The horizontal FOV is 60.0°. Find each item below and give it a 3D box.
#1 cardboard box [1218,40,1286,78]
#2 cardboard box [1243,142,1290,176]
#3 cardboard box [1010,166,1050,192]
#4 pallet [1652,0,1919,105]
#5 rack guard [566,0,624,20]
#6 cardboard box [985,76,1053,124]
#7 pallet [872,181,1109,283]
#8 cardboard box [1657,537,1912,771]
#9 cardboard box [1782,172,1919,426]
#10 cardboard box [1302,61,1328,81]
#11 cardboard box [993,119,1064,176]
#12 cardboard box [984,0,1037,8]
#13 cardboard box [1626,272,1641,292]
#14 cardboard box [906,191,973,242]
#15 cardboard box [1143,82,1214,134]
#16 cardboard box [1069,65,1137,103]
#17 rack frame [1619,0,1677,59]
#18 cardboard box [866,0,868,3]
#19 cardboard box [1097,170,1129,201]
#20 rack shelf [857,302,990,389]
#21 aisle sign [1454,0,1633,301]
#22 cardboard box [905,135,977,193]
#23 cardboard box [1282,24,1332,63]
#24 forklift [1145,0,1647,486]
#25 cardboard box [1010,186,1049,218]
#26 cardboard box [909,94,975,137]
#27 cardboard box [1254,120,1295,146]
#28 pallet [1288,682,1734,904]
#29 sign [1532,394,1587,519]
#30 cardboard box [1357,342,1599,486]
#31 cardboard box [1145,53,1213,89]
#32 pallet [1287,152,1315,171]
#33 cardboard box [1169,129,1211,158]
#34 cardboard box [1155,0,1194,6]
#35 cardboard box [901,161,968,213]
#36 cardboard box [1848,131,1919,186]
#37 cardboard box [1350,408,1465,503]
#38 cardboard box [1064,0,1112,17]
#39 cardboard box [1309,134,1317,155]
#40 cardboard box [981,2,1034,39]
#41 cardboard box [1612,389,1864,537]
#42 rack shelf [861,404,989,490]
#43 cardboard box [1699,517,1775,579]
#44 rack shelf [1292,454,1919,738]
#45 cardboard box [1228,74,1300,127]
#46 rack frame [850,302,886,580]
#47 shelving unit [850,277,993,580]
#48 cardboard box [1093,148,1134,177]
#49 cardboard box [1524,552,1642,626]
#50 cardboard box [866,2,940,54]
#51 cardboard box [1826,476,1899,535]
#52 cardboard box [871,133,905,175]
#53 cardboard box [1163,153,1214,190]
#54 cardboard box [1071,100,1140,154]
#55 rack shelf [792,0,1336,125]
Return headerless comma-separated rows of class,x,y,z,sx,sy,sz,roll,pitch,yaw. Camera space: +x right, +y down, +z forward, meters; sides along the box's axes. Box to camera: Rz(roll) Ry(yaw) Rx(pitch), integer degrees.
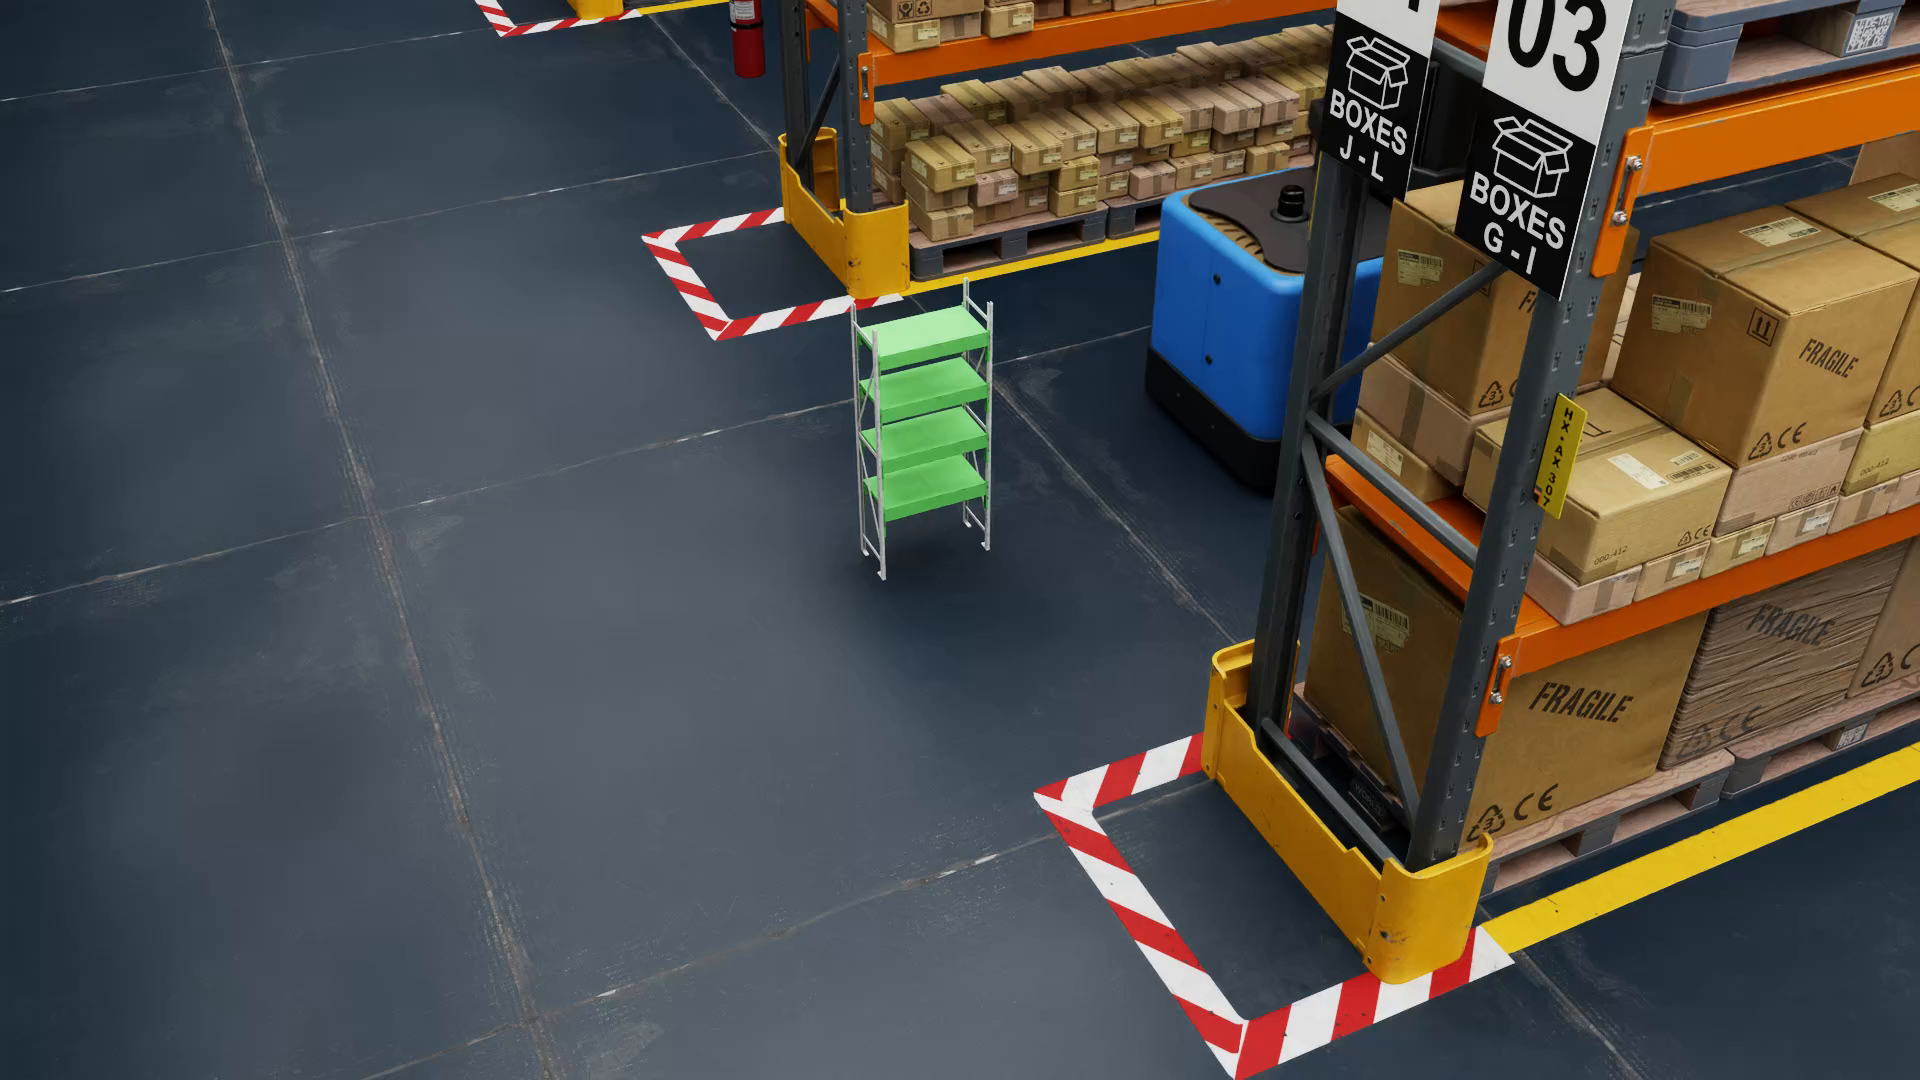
cardboard box,1.787,-2.925,10.216,0.250,0.149,0.380,-17,40,-21
cardboard box,1.748,-2.323,9.904,0.250,0.149,0.380,-16,39,-20
cardboard box,0.314,-2.117,9.378,0.250,0.149,0.380,-15,39,-19
pallet,1.957,-1.494,4.303,1.213,0.211,1.003,-16,39,-20
rack guard,-2.942,-4.465,12.851,0.348,0.500,1.175,-16,39,-20
cardboard box,0.340,-2.563,9.729,0.250,0.149,0.380,-17,40,-22
pallet,0.094,-1.917,9.658,1.213,0.211,1.003,-16,39,-20
cardboard box,2.659,0.118,6.004,0.875,0.875,0.875,-16,39,-20
cardboard box,2.759,-0.729,4.961,0.500,0.500,0.500,-17,40,-21
cardboard box,2.247,-2.723,9.945,0.250,0.149,0.380,-16,39,-20
cardboard box,0.374,-2.173,9.203,0.250,0.149,0.380,-16,39,-20
cardboard box,0.272,-3.105,8.585,0.500,0.500,0.500,-16,39,-20
cardboard box,2.536,-0.713,5.570,0.500,0.250,0.500,-17,40,-21
cardboard box,-0.115,-1.815,9.220,0.250,0.149,0.380,-15,39,-19
cardboard box,1.263,-2.503,9.647,0.250,0.149,0.380,-16,39,-20
cardboard box,0.845,-2.668,9.870,0.250,0.149,0.380,-17,40,-21
rack frame,1.290,-2.541,3.122,0.127,3.000,1.000,-16,39,-20
cardboard box,-0.551,-2.966,8.941,0.250,0.149,0.380,-16,39,-20
cardboard box,0.777,-2.114,9.623,0.250,0.149,0.380,-16,39,-20
rack shelf,-0.150,-0.774,6.588,0.480,0.148,0.258,-16,39,-20
aisle sign,1.353,-0.995,3.892,0.004,0.787,0.394,-16,39,-20
cardboard box,-0.107,-2.044,9.029,0.250,0.149,0.380,-17,40,-22
cardboard box,2.221,-3.093,10.444,0.250,0.149,0.380,-14,39,-18
forklift,2.463,-2.004,7.491,3.031,2.935,1.130,-16,39,-20
cardboard box,0.309,-1.992,9.459,0.250,0.149,0.380,-15,39,-19
cardboard box,-0.102,-2.398,9.506,0.250,0.149,0.380,-15,39,-19
cardboard box,1.779,-2.498,9.891,0.250,0.149,0.380,-15,39,-19
pallet,1.981,0.744,6.070,1.213,0.211,1.003,-16,39,-20
sign,1.521,-0.210,4.222,0.005,0.325,0.100,-16,39,-20
cardboard box,1.616,-0.456,5.223,0.500,0.250,0.500,-16,40,-21
cardboard box,1.310,-2.791,10.036,0.250,0.149,0.380,-17,40,-22
pallet,2.302,-2.535,10.491,1.213,0.211,1.003,-16,39,-20
cardboard box,1.269,-2.396,9.754,0.250,0.149,0.380,-14,39,-18
cardboard box,1.097,-3.058,9.066,0.250,0.149,0.380,-14,39,-18
cardboard box,-0.142,-1.969,9.178,0.250,0.149,0.380,-14,39,-18
cardboard box,3.451,-1.266,5.686,0.500,0.500,0.500,-17,40,-21
cardboard box,1.473,-0.298,5.345,0.250,0.149,0.380,-15,39,-19
cardboard box,0.618,-2.957,8.930,0.250,0.149,0.380,-16,39,-20
cardboard box,2.203,-2.462,10.093,0.250,0.149,0.380,-17,40,-21
cardboard box,0.186,-2.762,8.667,0.250,0.149,0.380,-17,40,-21
cardboard box,2.307,-0.302,5.015,0.500,0.250,0.500,-16,39,-20
rack shelf,-0.150,-0.389,6.874,0.480,0.148,0.258,-16,39,-20
cardboard box,2.215,-0.073,5.041,0.250,0.149,0.380,-17,40,-21
rack shelf,3.101,-0.349,5.806,4.000,0.370,1.077,-16,39,-20
cardboard box,1.773,-2.581,9.754,0.250,0.149,0.380,-18,40,-22
rack frame,-0.371,-0.378,6.753,0.015,1.200,0.240,-16,39,-20
shelving unit,-0.150,-0.440,6.836,0.503,1.200,0.258,-16,39,-20
cardboard box,0.792,-2.242,9.546,0.250,0.149,0.380,-18,40,-22
cardboard box,1.752,0.058,4.865,0.250,0.149,0.380,-15,39,-19
cardboard box,-0.293,-2.636,8.497,0.250,0.149,0.380,-16,39,-20
cardboard box,2.681,-0.203,5.217,0.250,0.149,0.380,-16,40,-21
cardboard box,-0.369,-2.262,9.573,0.250,0.149,0.380,-17,40,-21
cardboard box,1.279,-2.214,9.758,0.250,0.149,0.380,-16,39,-20
cardboard box,0.818,-2.345,9.436,0.250,0.149,0.380,-14,39,-18
rack shelf,1.085,-3.049,9.447,4.000,0.370,1.077,-16,39,-20
